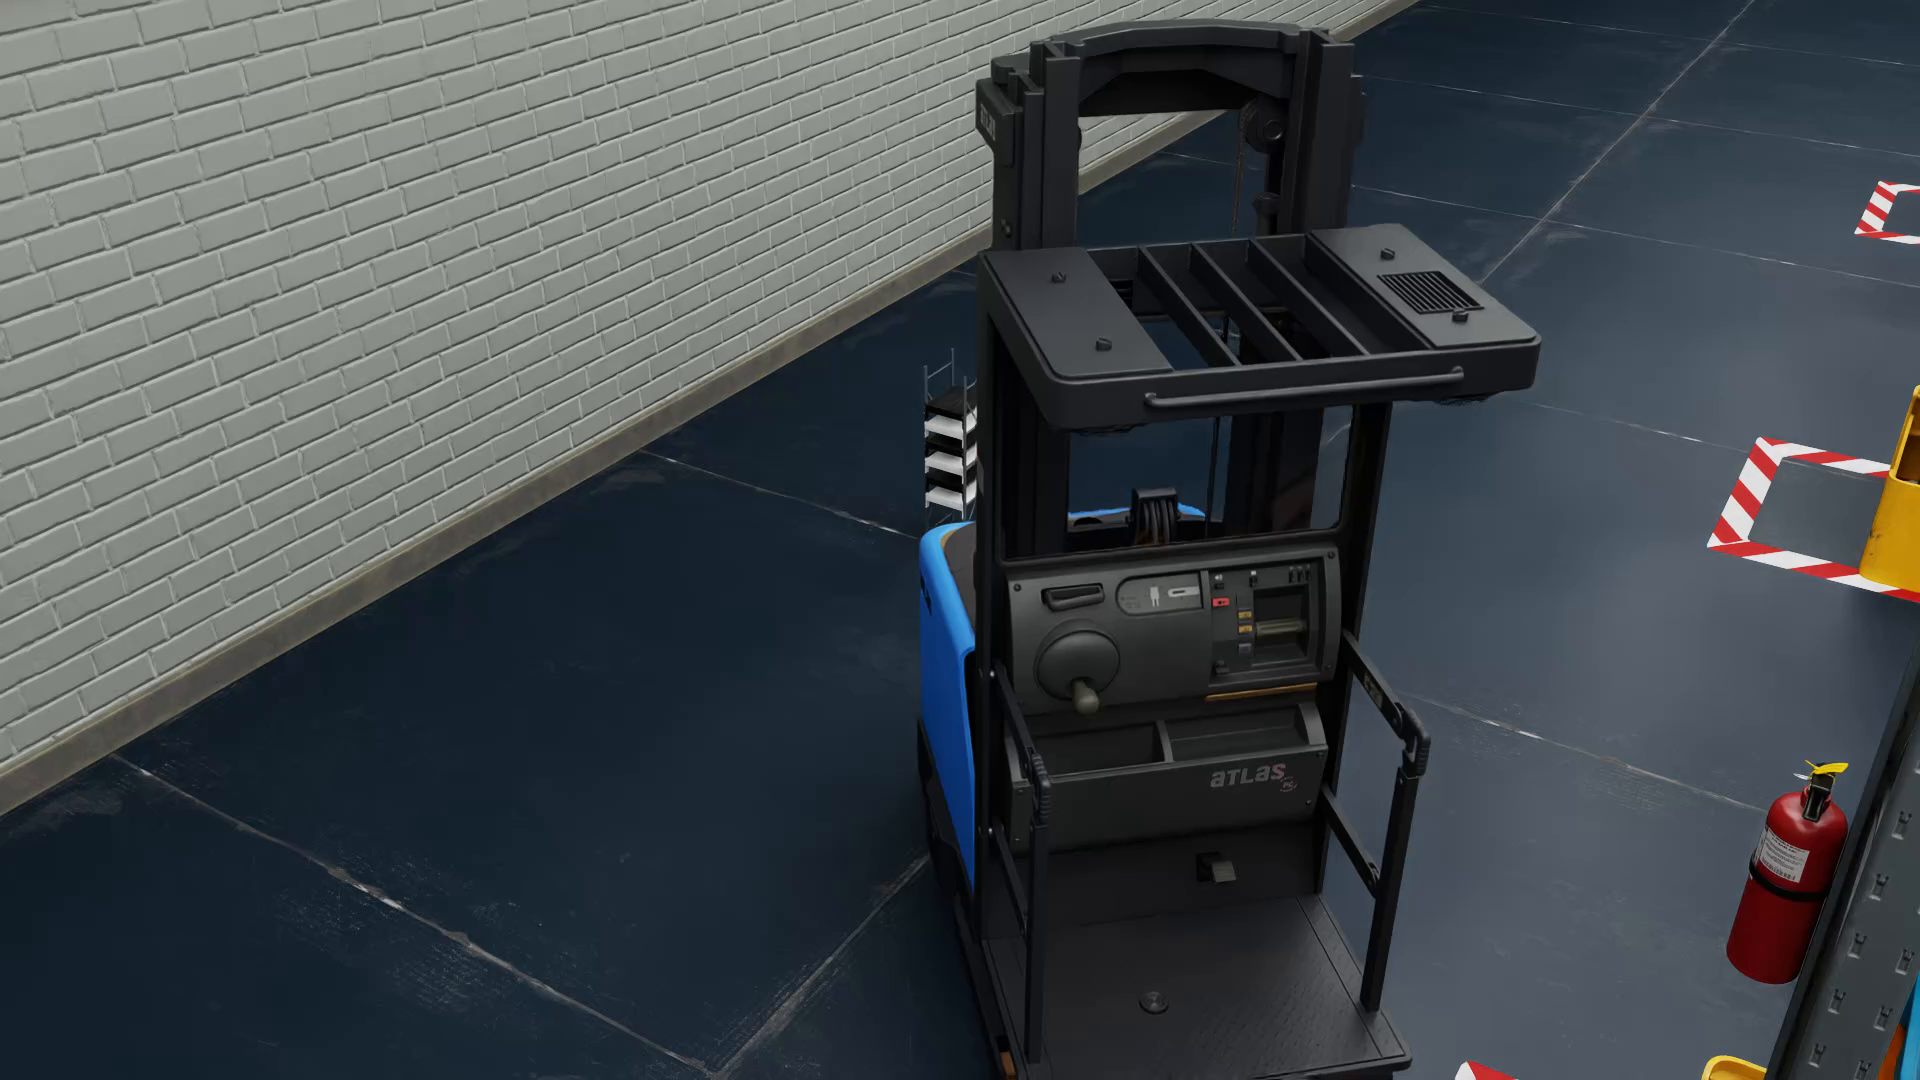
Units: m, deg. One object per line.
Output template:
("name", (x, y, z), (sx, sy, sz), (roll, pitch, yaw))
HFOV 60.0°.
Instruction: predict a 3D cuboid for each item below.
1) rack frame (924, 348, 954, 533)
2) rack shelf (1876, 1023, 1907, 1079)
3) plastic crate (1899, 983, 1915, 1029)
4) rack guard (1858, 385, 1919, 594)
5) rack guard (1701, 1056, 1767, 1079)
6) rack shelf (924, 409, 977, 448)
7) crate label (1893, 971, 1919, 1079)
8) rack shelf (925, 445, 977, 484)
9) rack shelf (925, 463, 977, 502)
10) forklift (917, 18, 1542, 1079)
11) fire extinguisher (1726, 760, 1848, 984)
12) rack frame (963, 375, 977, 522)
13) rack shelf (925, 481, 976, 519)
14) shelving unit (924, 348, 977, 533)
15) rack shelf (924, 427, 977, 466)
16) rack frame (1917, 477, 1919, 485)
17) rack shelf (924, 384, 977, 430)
("rack frame", (-0.093, -0.418, 7.574), (0.006, 0.900, 0.240), (18, 35, 27))
("rack shelf", (3.561, 1.635, 2.685), (4.000, 0.370, 1.077), (18, 35, 27))
("plastic crate", (2.250, 0.757, 3.381), (0.499, 0.435, 0.616), (18, 35, 27))
("rack guard", (4.480, -0.252, 7.686), (0.348, 0.500, 1.175), (18, 35, 27))
("rack guard", (1.840, 1.867, 4.053), (0.348, 0.500, 1.175), (18, 35, 27))
("rack shelf", (-0.007, -0.518, 7.453), (0.200, 0.077, 0.258), (18, 35, 27))
("crate label", (1.901, 1.042, 3.095), (0.303, 0.233, 0.416), (18, 35, 27))
("rack shelf", (-0.007, -0.362, 7.544), (0.200, 0.077, 0.258), (18, 35, 27))
("rack shelf", (-0.007, -0.284, 7.589), (0.200, 0.077, 0.258), (18, 35, 27))
("forklift", (0.632, 0.292, 4.341), (1.130, 2.935, 3.031), (-6, 31, -10))
("fire extinguisher", (1.981, 0.749, 3.937), (0.183, 0.674, 0.296), (18, 35, 27))
("rack frame", (0.079, -0.364, 7.480), (0.006, 0.900, 0.240), (18, 35, 27))
("rack shelf", (-0.007, -0.207, 7.634), (0.200, 0.077, 0.258), (18, 35, 27))
("shelving unit", (-0.007, -0.391, 7.527), (0.210, 0.900, 0.258), (18, 35, 27))
("rack shelf", (-0.007, -0.440, 7.498), (0.200, 0.077, 0.258), (18, 35, 27))
("rack frame", (4.500, -1.325, 7.045), (0.127, 3.000, 1.000), (18, 35, 27))
("rack shelf", (-0.007, -0.595, 7.408), (0.200, 0.077, 0.258), (18, 35, 27))
